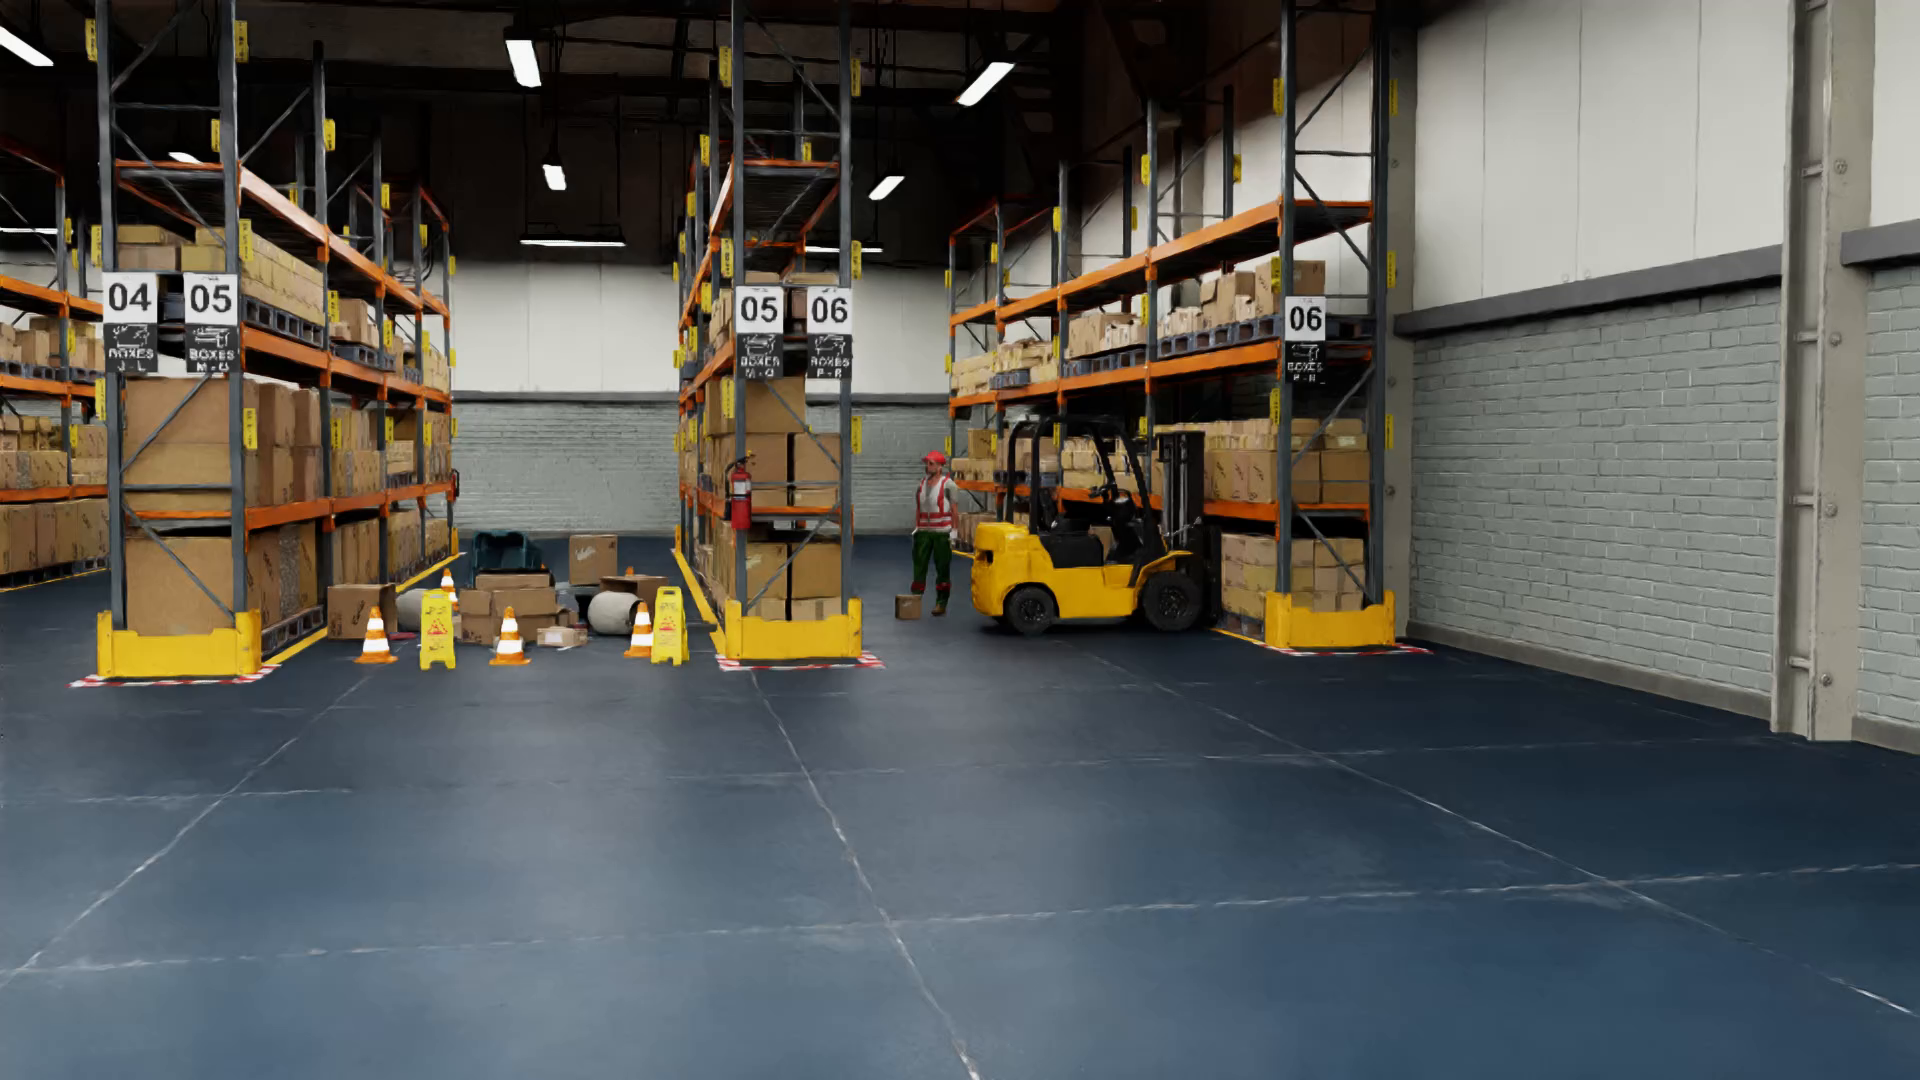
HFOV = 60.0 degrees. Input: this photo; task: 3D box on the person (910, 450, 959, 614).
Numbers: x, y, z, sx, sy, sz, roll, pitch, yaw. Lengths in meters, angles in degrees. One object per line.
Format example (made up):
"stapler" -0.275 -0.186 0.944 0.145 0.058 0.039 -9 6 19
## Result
"person" -0.328 -0.079 18.120 0.547 1.793 0.558 2 3 30
